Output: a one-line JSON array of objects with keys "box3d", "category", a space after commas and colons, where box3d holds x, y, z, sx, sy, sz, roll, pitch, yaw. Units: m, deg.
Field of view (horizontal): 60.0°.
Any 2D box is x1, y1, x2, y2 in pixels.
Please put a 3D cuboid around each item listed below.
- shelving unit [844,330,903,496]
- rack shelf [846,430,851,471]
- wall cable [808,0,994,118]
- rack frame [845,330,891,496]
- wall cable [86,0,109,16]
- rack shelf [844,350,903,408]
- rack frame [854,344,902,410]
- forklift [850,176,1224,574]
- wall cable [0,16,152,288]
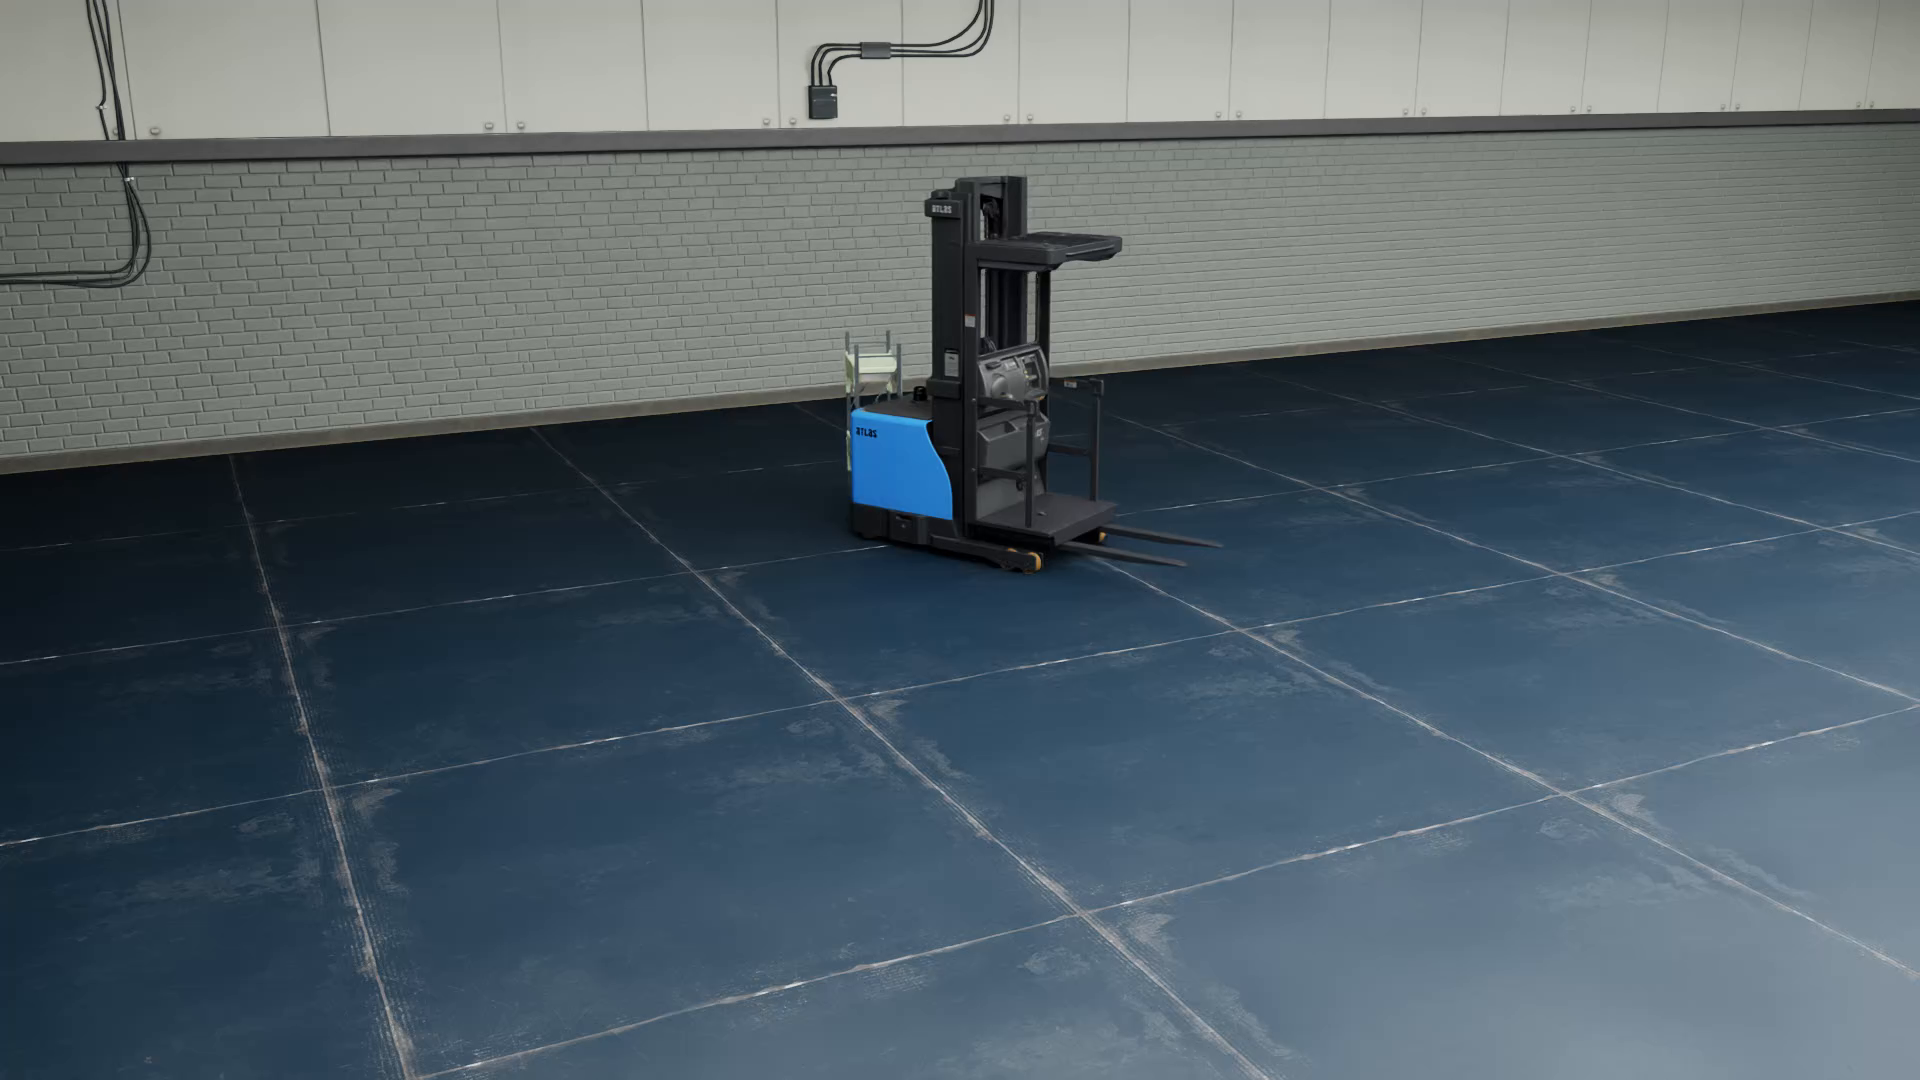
[{"box3d": [-0.759, -1.036, 14.643, 0.431, 1.500, 0.755, -3, 16, -9], "category": "shelving unit"}, {"box3d": [-0.759, -0.723, 14.733, 0.431, 0.370, 0.720, -3, 16, -9], "category": "rack shelf"}, {"box3d": [-0.622, -7.728, 18.199, 2.305, 6.003, 0.169, -8, 18, -25], "category": "wall cable"}, {"box3d": [-0.820, -1.136, 14.990, 0.400, 1.500, 0.023, -3, 16, -9], "category": "rack frame"}, {"box3d": [-6.731, -6.212, 15.555, 3.097, 2.526, 0.112, -8, 18, -25], "category": "wall cable"}, {"box3d": [-0.759, -1.412, 14.536, 0.431, 0.370, 0.720, -3, 16, -9], "category": "rack shelf"}, {"box3d": [-0.697, -0.937, 14.296, 0.400, 1.500, 0.023, -3, 16, -9], "category": "rack frame"}, {"box3d": [0.593, -1.313, 13.013, 3.031, 2.935, 1.130, 11, 19, 33], "category": "forklift"}, {"box3d": [-9.163, -3.457, 15.113, 3.097, 2.526, 0.112, -8, 18, -25], "category": "wall cable"}]
